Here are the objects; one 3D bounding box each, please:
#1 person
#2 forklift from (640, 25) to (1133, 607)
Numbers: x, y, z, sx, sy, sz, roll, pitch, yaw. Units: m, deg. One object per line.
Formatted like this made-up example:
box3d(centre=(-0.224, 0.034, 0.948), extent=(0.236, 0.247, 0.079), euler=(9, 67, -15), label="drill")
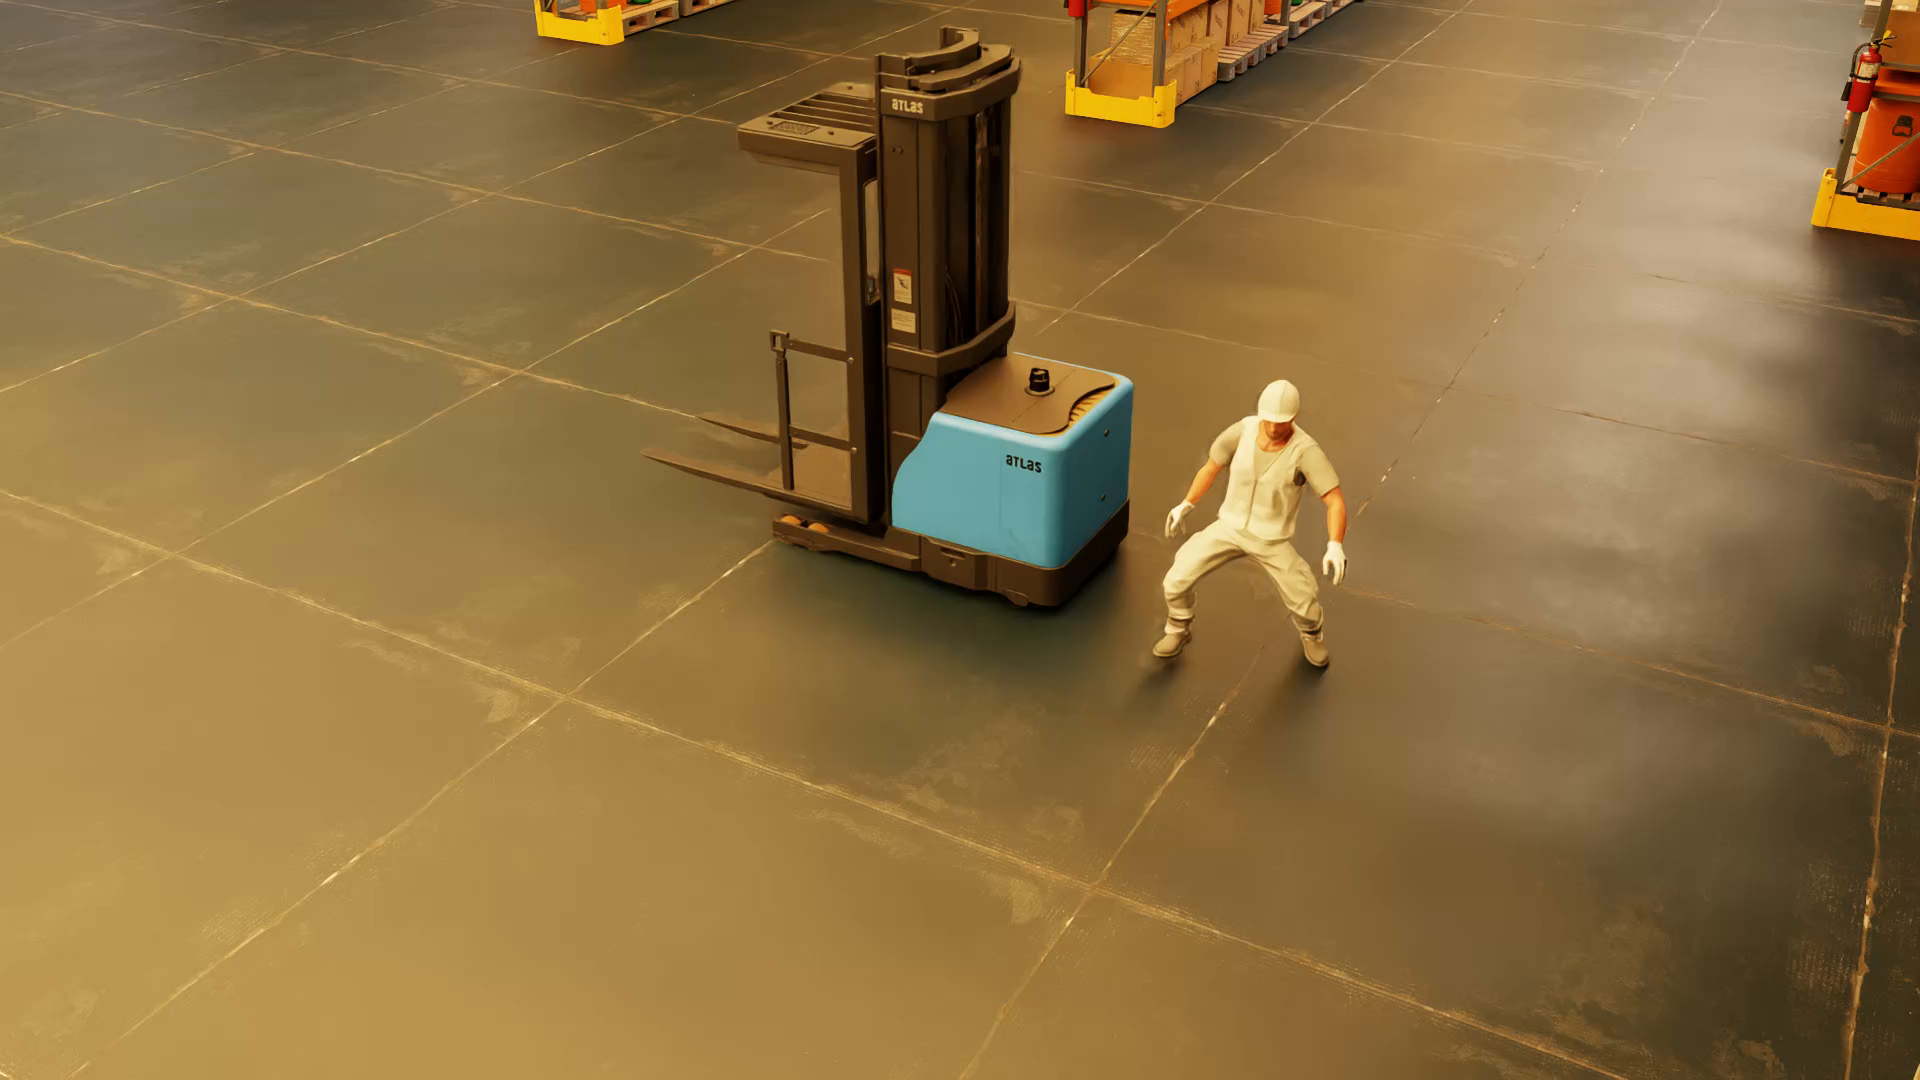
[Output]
box3d(centre=(1.551, -0.065, 8.472), extent=(0.995, 1.608, 0.706), euler=(16, 34, 26), label="person")
box3d(centre=(-0.540, -1.413, 9.519), extent=(3.031, 2.935, 1.130), euler=(15, 33, 25), label="forklift")
